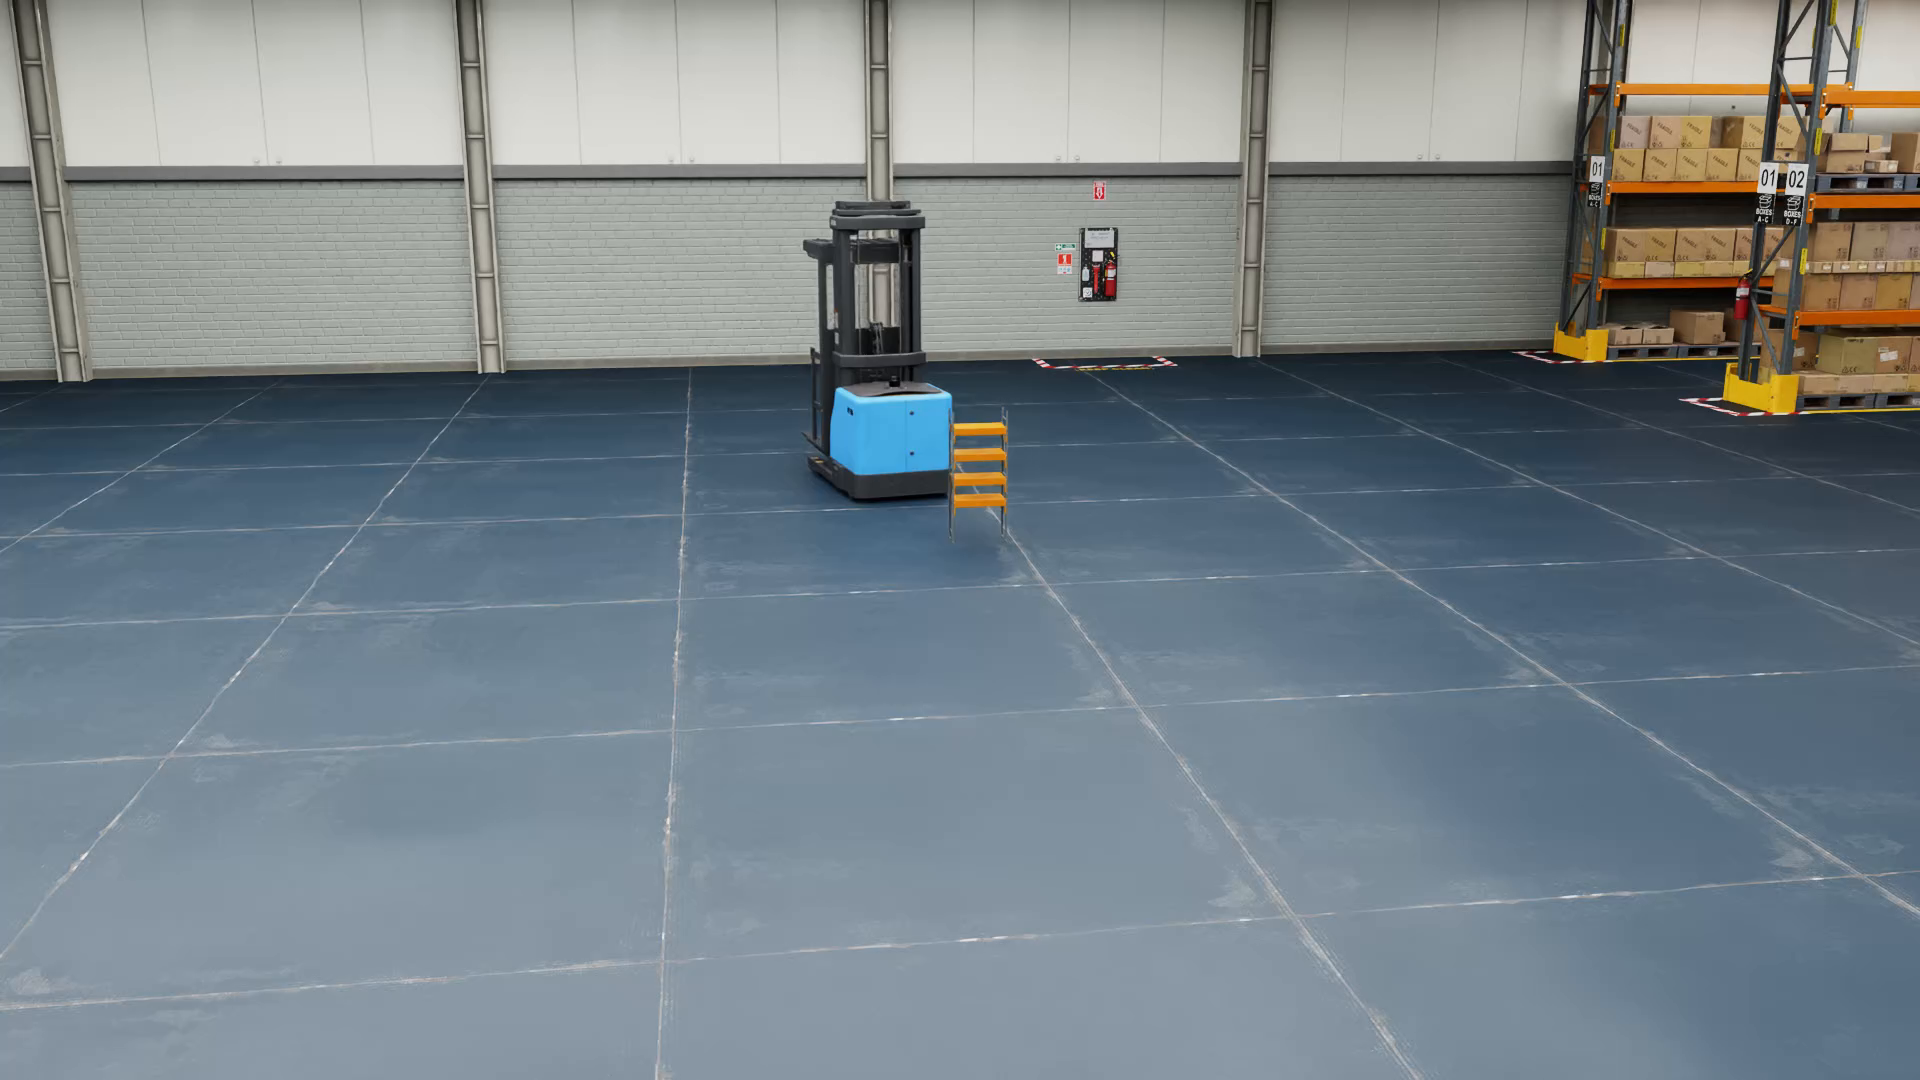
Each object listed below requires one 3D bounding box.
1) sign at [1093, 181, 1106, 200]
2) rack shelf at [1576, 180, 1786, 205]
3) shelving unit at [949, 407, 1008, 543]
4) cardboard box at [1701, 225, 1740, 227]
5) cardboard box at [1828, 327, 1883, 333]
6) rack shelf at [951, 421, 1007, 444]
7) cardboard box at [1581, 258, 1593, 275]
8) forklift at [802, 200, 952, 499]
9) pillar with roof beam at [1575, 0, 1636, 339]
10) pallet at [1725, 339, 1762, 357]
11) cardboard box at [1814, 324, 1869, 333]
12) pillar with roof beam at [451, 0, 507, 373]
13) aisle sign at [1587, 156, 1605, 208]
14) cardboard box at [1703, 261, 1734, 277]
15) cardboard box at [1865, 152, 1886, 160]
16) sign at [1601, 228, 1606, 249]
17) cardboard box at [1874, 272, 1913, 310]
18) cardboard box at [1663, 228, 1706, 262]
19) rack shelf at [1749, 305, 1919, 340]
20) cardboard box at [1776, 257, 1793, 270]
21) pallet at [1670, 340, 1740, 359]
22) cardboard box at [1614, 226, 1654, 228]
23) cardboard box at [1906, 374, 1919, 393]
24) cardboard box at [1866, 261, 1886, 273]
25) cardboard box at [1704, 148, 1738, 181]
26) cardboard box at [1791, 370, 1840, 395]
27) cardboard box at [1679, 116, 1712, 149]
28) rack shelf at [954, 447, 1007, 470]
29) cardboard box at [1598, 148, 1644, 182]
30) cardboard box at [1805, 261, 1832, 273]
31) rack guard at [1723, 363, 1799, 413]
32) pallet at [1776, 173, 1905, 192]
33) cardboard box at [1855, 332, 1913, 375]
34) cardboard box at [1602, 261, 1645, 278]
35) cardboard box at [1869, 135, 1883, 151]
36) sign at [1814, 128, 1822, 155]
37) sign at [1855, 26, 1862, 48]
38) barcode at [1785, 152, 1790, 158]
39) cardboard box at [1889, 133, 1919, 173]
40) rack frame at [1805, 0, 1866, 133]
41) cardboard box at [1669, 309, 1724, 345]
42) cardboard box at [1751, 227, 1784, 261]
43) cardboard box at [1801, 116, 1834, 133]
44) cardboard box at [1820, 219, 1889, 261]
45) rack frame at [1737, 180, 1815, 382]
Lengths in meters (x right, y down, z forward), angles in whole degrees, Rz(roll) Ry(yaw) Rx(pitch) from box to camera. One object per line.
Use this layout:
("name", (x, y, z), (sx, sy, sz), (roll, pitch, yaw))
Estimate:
("sign", (2.215, -5.544, 26.396), (0.199, 0.298, 0.001), (-2, 14, -8))
("rack shelf", (12.035, -5.639, 26.852), (4.000, 0.370, 1.077), (-2, 14, -8))
("shelving unit", (0.164, -0.588, 15.100), (0.503, 1.200, 0.258), (-2, 14, -8))
("cardboard box", (12.511, -4.905, 27.338), (0.500, 0.500, 0.500), (-2, 14, -7))
("cardboard box", (12.272, -2.633, 22.803), (0.500, 0.500, 0.500), (-2, 14, -8))
("rack shelf", (0.164, -0.969, 15.004), (0.480, 0.148, 0.258), (-2, 14, -8))
("cardboard box", (10.491, -4.461, 27.110), (0.500, 0.250, 0.500), (-2, 14, -7))
("forklift", (-1.025, -2.146, 17.752), (1.130, 2.935, 3.031), (-5, 15, -18))
("pillar with roof beam", (11.262, -6.568, 22.913), (0.400, 9.000, 9.100), (-2, 14, -8))
("pallet", (13.354, -3.220, 27.627), (1.213, 0.211, 1.003), (-2, 14, -8))
("cardboard box", (14.738, -3.637, 27.791), (0.500, 0.500, 0.700), (-2, 14, -6))
("pillar with roof beam", (-6.537, -5.916, 20.311), (0.400, 9.000, 9.100), (-2, 14, -8))
("aisle sign", (10.031, -5.646, 26.226), (0.004, 0.787, 0.394), (-2, 14, -8))
("cardboard box", (12.103, -4.396, 26.850), (0.500, 0.250, 0.500), (-2, 14, -8))
("cardboard box", (11.898, -5.028, 22.094), (0.500, 0.250, 0.500), (-2, 14, -8))
("sign", (10.138, -4.750, 26.215), (0.005, 0.325, 0.100), (-2, 14, -8))
("cardboard box", (12.273, -3.368, 22.280), (0.500, 0.500, 0.700), (-2, 14, -8))
("cardboard box", (11.576, -4.739, 26.676), (0.500, 0.500, 0.500), (-3, 14, -10))
("rack shelf", (12.777, -2.992, 22.466), (4.000, 0.370, 1.077), (-2, 14, -8))
("cardboard box", (11.148, -3.692, 22.237), (0.250, 0.149, 0.380), (-2, 14, -9))
("pallet", (12.145, -3.175, 27.447), (1.213, 0.211, 1.003), (-2, 14, -8))
("cardboard box", (10.991, -4.845, 27.100), (0.500, 0.500, 0.500), (-2, 14, -8))
("cardboard box", (12.846, -2.159, 22.453), (0.500, 0.250, 0.500), (-2, 14, -8))
("cardboard box", (11.976, -3.622, 21.959), (0.250, 0.149, 0.380), (-2, 14, -9))
("cardboard box", (12.001, -5.981, 26.490), (0.500, 0.500, 0.500), (-1, 14, -5))
("cardboard box", (11.362, -2.105, 22.237), (0.500, 0.250, 0.500), (-2, 14, -8))
("cardboard box", (11.483, -6.441, 26.271), (0.500, 0.500, 0.500), (-2, 14, -7))
("rack shelf", (0.164, -0.740, 15.062), (0.480, 0.148, 0.258), (-2, 14, -8))
("cardboard box", (10.425, -5.925, 26.270), (0.500, 0.500, 0.500), (-2, 14, -7))
("cardboard box", (11.219, -3.594, 21.849), (0.250, 0.149, 0.380), (-2, 14, -9))
("rack guard", (10.775, -2.056, 22.390), (0.348, 0.500, 1.175), (-2, 14, -8))
("pallet", (11.502, -4.700, 21.813), (1.213, 0.211, 1.003), (-2, 14, -8))
("cardboard box", (12.349, -2.508, 22.305), (0.500, 0.500, 0.500), (-2, 14, -8))
("cardboard box", (10.587, -4.339, 26.622), (0.500, 0.250, 0.500), (-3, 14, -10))
("cardboard box", (14.565, -6.313, 26.993), (0.500, 0.500, 0.500), (0, 14, 0))
("sign", (10.876, -5.052, 21.076), (0.005, 0.325, 0.100), (-2, 14, -8))
("sign", (14.075, -7.875, 26.042), (0.005, 0.325, 0.100), (-2, 14, -8))
("barcode", (11.025, -5.132, 22.161), (0.075, 0.075, 0.001), (-2, 14, -8))
("cardboard box", (12.482, -5.038, 21.622), (0.500, 0.500, 0.500), (-2, 14, -8))
("rack frame", (14.013, -7.515, 26.689), (0.127, 3.000, 1.000), (-2, 14, -8))
("cardboard box", (12.051, -3.500, 27.245), (0.500, 0.500, 0.700), (-3, 14, -12))
("cardboard box", (13.099, -4.795, 26.901), (0.500, 0.500, 0.500), (-2, 14, -9))
("cardboard box", (13.558, -6.520, 26.585), (0.500, 0.500, 0.500), (-3, 14, -13))
("cardboard box", (11.834, -3.983, 22.064), (0.500, 0.500, 0.700), (-2, 14, -10))
("rack frame", (10.799, -3.269, 22.090), (0.127, 3.000, 1.000), (-2, 14, -8))
